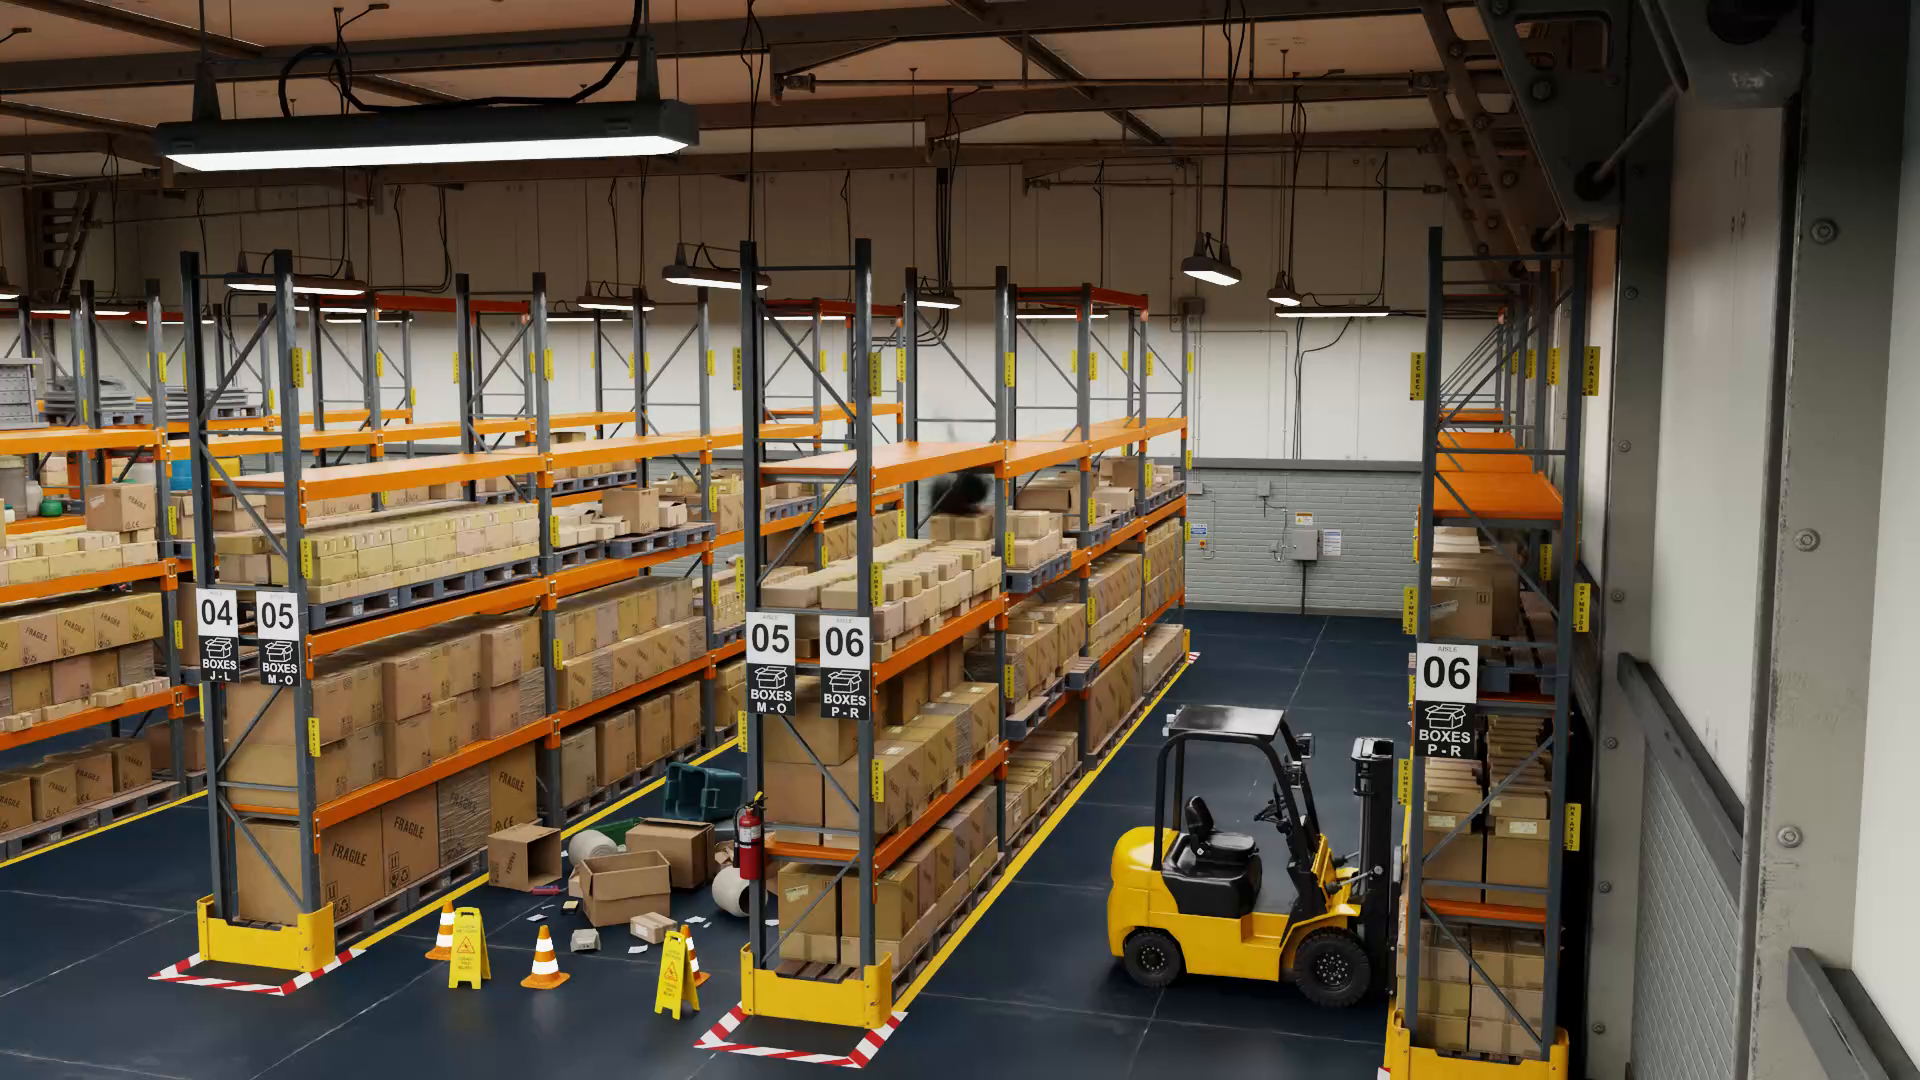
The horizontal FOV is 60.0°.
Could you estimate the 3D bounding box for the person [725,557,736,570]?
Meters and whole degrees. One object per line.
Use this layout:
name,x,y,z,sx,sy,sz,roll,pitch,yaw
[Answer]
person,-3.738,1.154,28.142,0.629,1.769,0.708,3,7,27
